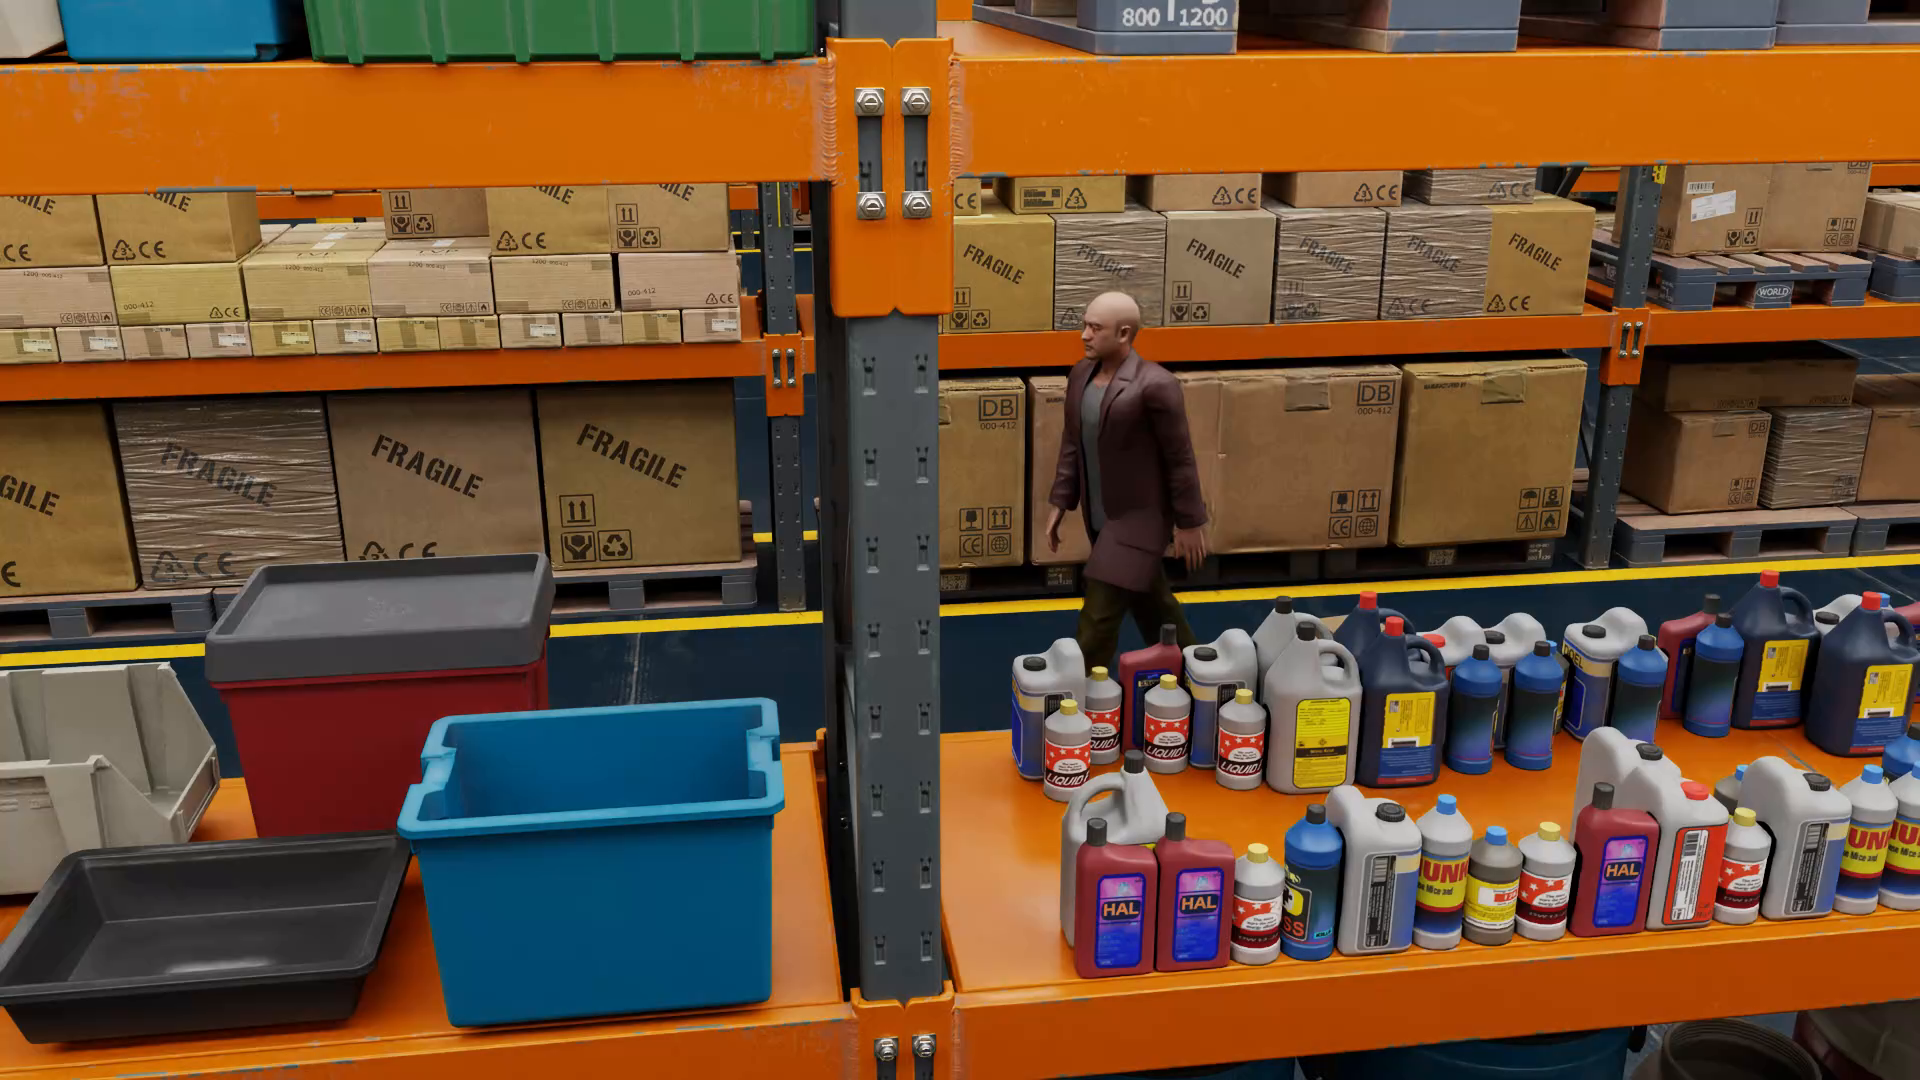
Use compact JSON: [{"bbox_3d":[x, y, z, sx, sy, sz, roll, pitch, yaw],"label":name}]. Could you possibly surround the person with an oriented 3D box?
[{"bbox_3d":[0.563,-0.088,6.305,1.050,1.720,0.611,-10,22,-27],"label":"person"}]
